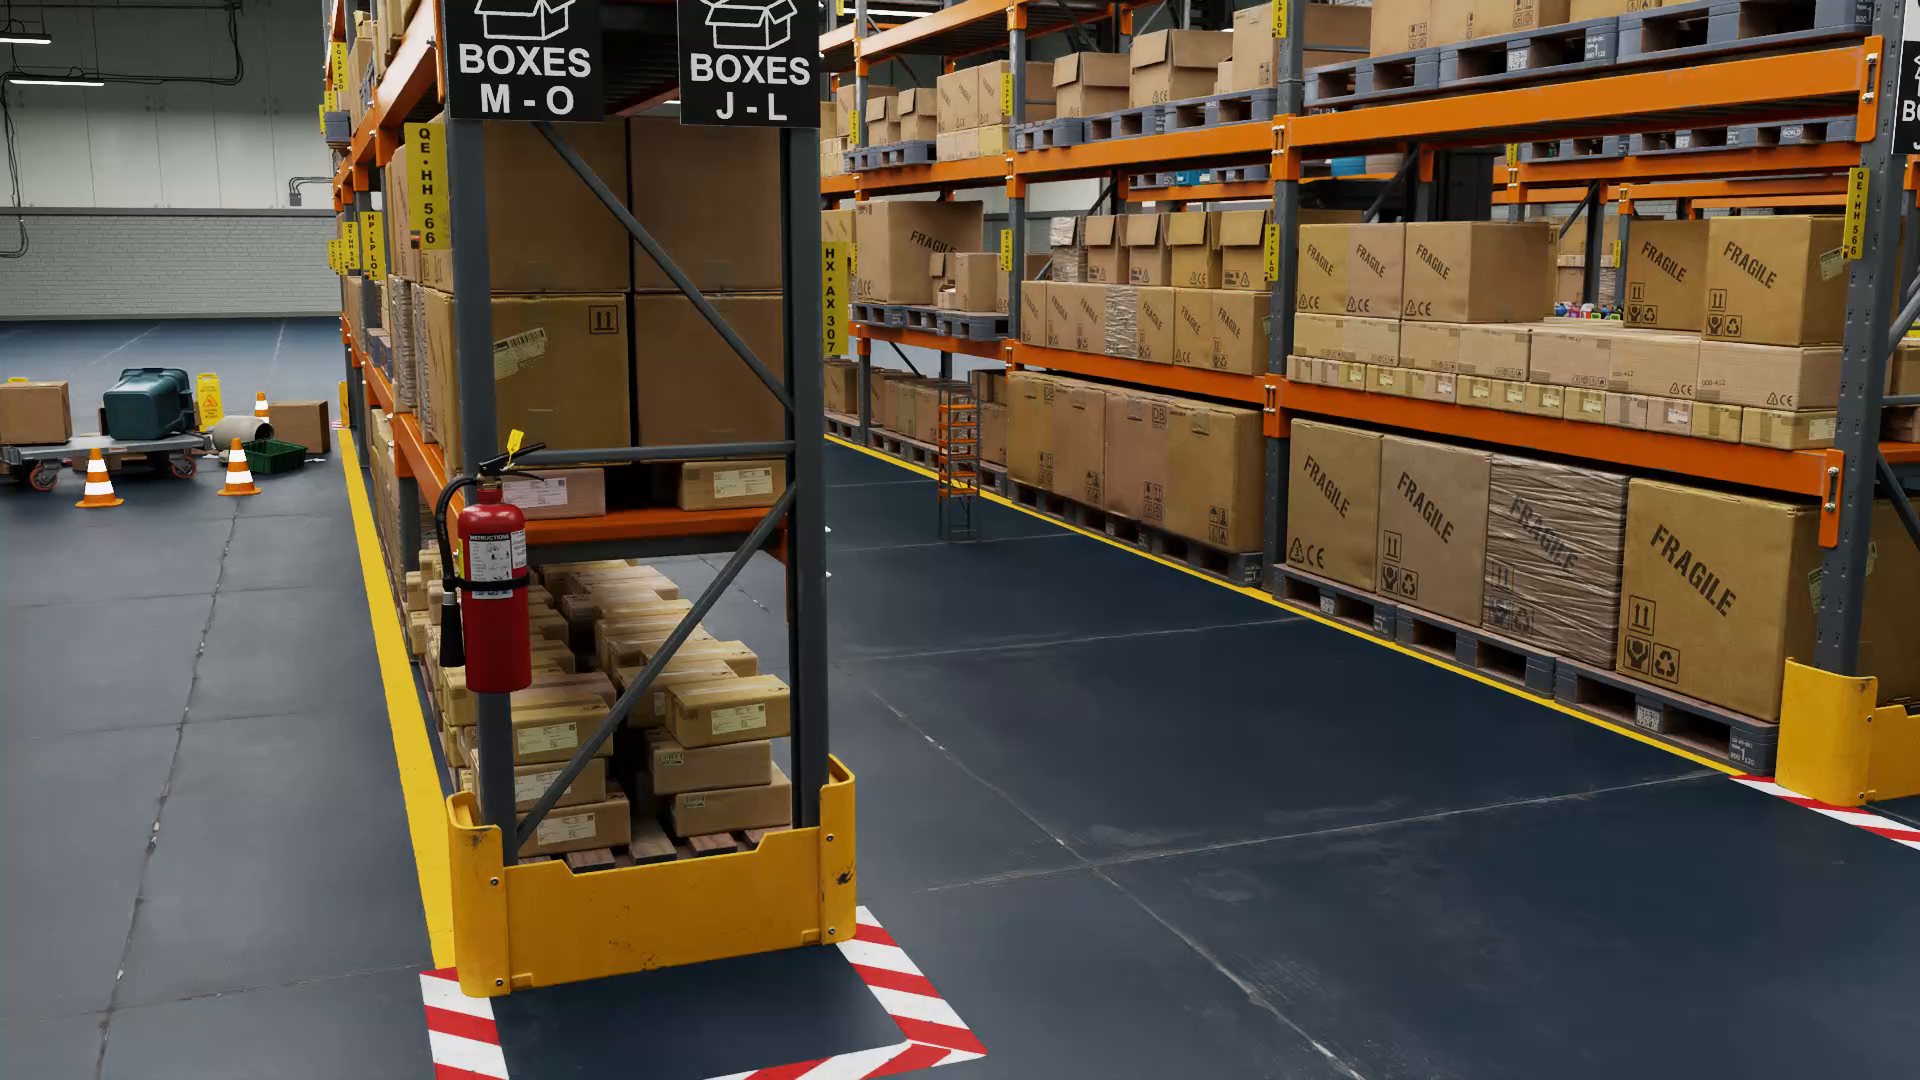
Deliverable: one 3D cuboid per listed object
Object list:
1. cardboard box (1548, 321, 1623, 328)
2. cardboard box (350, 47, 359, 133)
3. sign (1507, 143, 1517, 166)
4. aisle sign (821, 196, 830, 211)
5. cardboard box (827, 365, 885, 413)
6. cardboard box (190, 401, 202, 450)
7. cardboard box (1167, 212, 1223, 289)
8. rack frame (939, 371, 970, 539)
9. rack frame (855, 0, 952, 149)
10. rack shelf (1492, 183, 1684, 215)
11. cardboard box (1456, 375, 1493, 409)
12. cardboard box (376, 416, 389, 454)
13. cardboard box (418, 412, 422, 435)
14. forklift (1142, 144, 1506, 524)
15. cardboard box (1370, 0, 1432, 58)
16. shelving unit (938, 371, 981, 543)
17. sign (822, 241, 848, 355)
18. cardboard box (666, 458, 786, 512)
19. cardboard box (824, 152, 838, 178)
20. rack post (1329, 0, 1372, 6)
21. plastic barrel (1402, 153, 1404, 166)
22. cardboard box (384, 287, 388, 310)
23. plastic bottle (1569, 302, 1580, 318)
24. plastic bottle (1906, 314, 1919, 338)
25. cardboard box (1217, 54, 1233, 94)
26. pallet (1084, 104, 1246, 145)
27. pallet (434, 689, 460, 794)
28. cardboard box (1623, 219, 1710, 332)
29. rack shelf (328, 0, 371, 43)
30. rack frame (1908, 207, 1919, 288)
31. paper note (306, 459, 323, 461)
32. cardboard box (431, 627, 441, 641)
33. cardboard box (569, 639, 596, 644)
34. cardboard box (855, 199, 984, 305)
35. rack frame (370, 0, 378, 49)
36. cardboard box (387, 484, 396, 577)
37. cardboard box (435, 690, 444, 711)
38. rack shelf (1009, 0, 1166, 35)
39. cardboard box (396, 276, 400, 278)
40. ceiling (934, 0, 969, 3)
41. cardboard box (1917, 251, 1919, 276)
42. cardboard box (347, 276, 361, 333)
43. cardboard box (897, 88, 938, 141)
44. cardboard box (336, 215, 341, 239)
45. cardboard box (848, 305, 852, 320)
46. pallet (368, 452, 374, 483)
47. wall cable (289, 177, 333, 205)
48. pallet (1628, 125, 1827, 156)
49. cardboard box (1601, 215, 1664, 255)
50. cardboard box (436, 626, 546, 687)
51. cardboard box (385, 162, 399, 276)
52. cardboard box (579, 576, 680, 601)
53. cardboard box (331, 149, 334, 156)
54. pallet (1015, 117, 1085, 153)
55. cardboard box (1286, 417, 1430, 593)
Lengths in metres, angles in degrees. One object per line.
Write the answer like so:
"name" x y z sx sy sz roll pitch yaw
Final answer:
"cardboard box" 3.291 -0.955 8.305 0.500 0.250 0.500 -4 11 -22
"cardboard box" -3.631 -2.878 10.685 0.500 0.500 0.500 -4 11 -21
"sign" 4.988 -3.545 15.019 0.100 0.325 0.005 -4 11 -21
"aisle sign" -1.760 -4.457 20.986 0.394 0.787 0.004 -4 11 -21
"cardboard box" -1.188 -1.728 19.007 0.500 0.500 0.500 -5 11 -26
"cardboard box" -8.258 -1.163 17.024 0.637 0.503 0.797 5 11 28
"cardboard box" 1.854 -1.948 11.159 0.797 0.503 0.637 -4 11 -20
"rack frame" -0.038 -0.608 11.912 0.240 1.200 0.006 -4 11 -21
"rack frame" -0.568 -5.448 16.854 1.000 3.000 0.127 -4 11 -21
"rack shelf" 7.942 -4.572 22.546 1.077 0.370 4.000 -4 11 -21
"cardboard box" 2.695 -0.741 8.240 0.380 0.149 0.250 -4 11 -23
"cardboard box" -3.570 -0.678 10.964 0.500 0.250 0.500 -4 11 -22
"cardboard box" -2.099 -0.532 7.064 0.380 0.149 0.250 -4 11 -20
"forklift" 2.761 -1.393 11.384 3.031 2.935 1.130 0 10 1
"cardboard box" 2.671 -2.847 9.024 0.700 0.500 0.500 -5 11 -24
"shelving unit" -0.005 -0.593 11.828 0.258 1.200 0.189 -4 11 -21
"sign" -0.373 -0.698 4.809 0.100 0.325 0.005 -4 11 -21
"cardboard box" -0.691 -0.188 5.127 0.380 0.149 0.250 -4 11 -21
"cardboard box" -1.156 -4.041 17.938 0.500 0.250 0.500 -4 11 -19
"rack post" 4.842 -5.545 16.827 1.013 1.000 3.121 -4 11 -21
"plastic barrel" 4.909 -4.250 17.250 0.600 0.901 0.708 -4 11 -21
"cardboard box" -3.590 -1.594 10.984 0.380 0.149 0.250 -4 11 -23
"plastic bottle" 5.430 -1.951 14.656 0.061 0.283 0.133 -4 11 -21
"plastic bottle" 7.108 -1.563 12.285 0.144 0.351 0.185 -4 11 -21
"cardboard box" 2.018 -3.013 10.785 0.500 0.311 0.500 -4 11 -23
"pallet" 1.573 -2.941 11.865 1.003 0.211 1.213 -3 11 -18
"pallet" -1.606 0.789 6.880 1.003 0.211 1.213 -4 11 -21
"cardboard box" 3.484 -1.239 7.758 0.500 0.500 0.500 -4 11 -22
"rack shelf" -4.502 -4.272 13.440 1.077 0.370 4.000 -4 11 -21
"rack frame" 10.116 -2.470 17.239 1.000 3.000 0.127 -4 11 -21
"paper note" -6.315 -0.787 16.256 0.142 0.020 0.147 5 11 28
"cardboard box" -1.993 0.448 6.927 0.380 0.149 0.250 -4 11 -21
"cardboard box" -1.449 0.456 6.884 0.380 0.149 0.250 -3 11 -18
"cardboard box" -0.410 -2.858 16.511 1.000 1.000 1.000 -4 11 -21
"rack frame" -2.328 -3.844 7.836 1.000 3.000 0.127 -4 11 -21
"cardboard box" -3.017 -0.055 9.603 0.500 0.500 0.500 -4 11 -22
"cardboard box" -1.988 0.595 6.949 0.380 0.149 0.250 -4 11 -22
"rack shelf" 1.607 -3.918 11.446 1.077 0.370 4.000 -4 11 -21
"cardboard box" -2.198 -0.909 7.330 0.500 0.500 0.500 -4 11 -21
"ceiling" 3.095 -15.256 46.295 6.000 0.001 6.000 -4 11 -21
"cardboard box" 13.307 -3.833 23.132 0.500 0.500 0.500 -4 11 -22
"cardboard box" -5.287 -2.143 15.115 0.500 0.500 0.500 -4 11 -20
"cardboard box" -0.147 -3.992 15.740 0.797 0.503 0.637 -3 11 -19
"cardboard box" -6.217 -3.208 17.877 0.875 0.550 0.550 -4 11 -21
"cardboard box" -1.001 -2.429 17.726 0.380 0.149 0.250 -4 11 -21
"pallet" -4.877 -0.702 15.265 1.003 0.211 1.213 -4 11 -21
"wall cable" -18.319 -12.722 48.032 2.305 6.003 0.169 -4 11 -21
"pallet" 6.159 -3.194 13.283 1.003 0.211 1.213 -4 11 -21
"cardboard box" 8.500 -3.883 21.193 0.700 0.500 0.500 -4 11 -21
"cardboard box" -1.740 0.431 6.177 0.380 0.149 0.250 -3 11 -19
"cardboard box" -2.392 -1.489 7.738 0.500 0.500 0.500 -4 11 -20
"cardboard box" -1.416 0.263 7.118 0.380 0.149 0.250 -4 11 -23
"cardboard box" -6.851 -4.382 18.657 0.380 0.149 0.250 -4 11 -20
"pallet" 1.165 -3.124 12.890 1.213 0.211 1.003 -3 11 -18
"cardboard box" 2.496 -0.237 9.553 0.875 0.875 0.875 -4 11 -21
